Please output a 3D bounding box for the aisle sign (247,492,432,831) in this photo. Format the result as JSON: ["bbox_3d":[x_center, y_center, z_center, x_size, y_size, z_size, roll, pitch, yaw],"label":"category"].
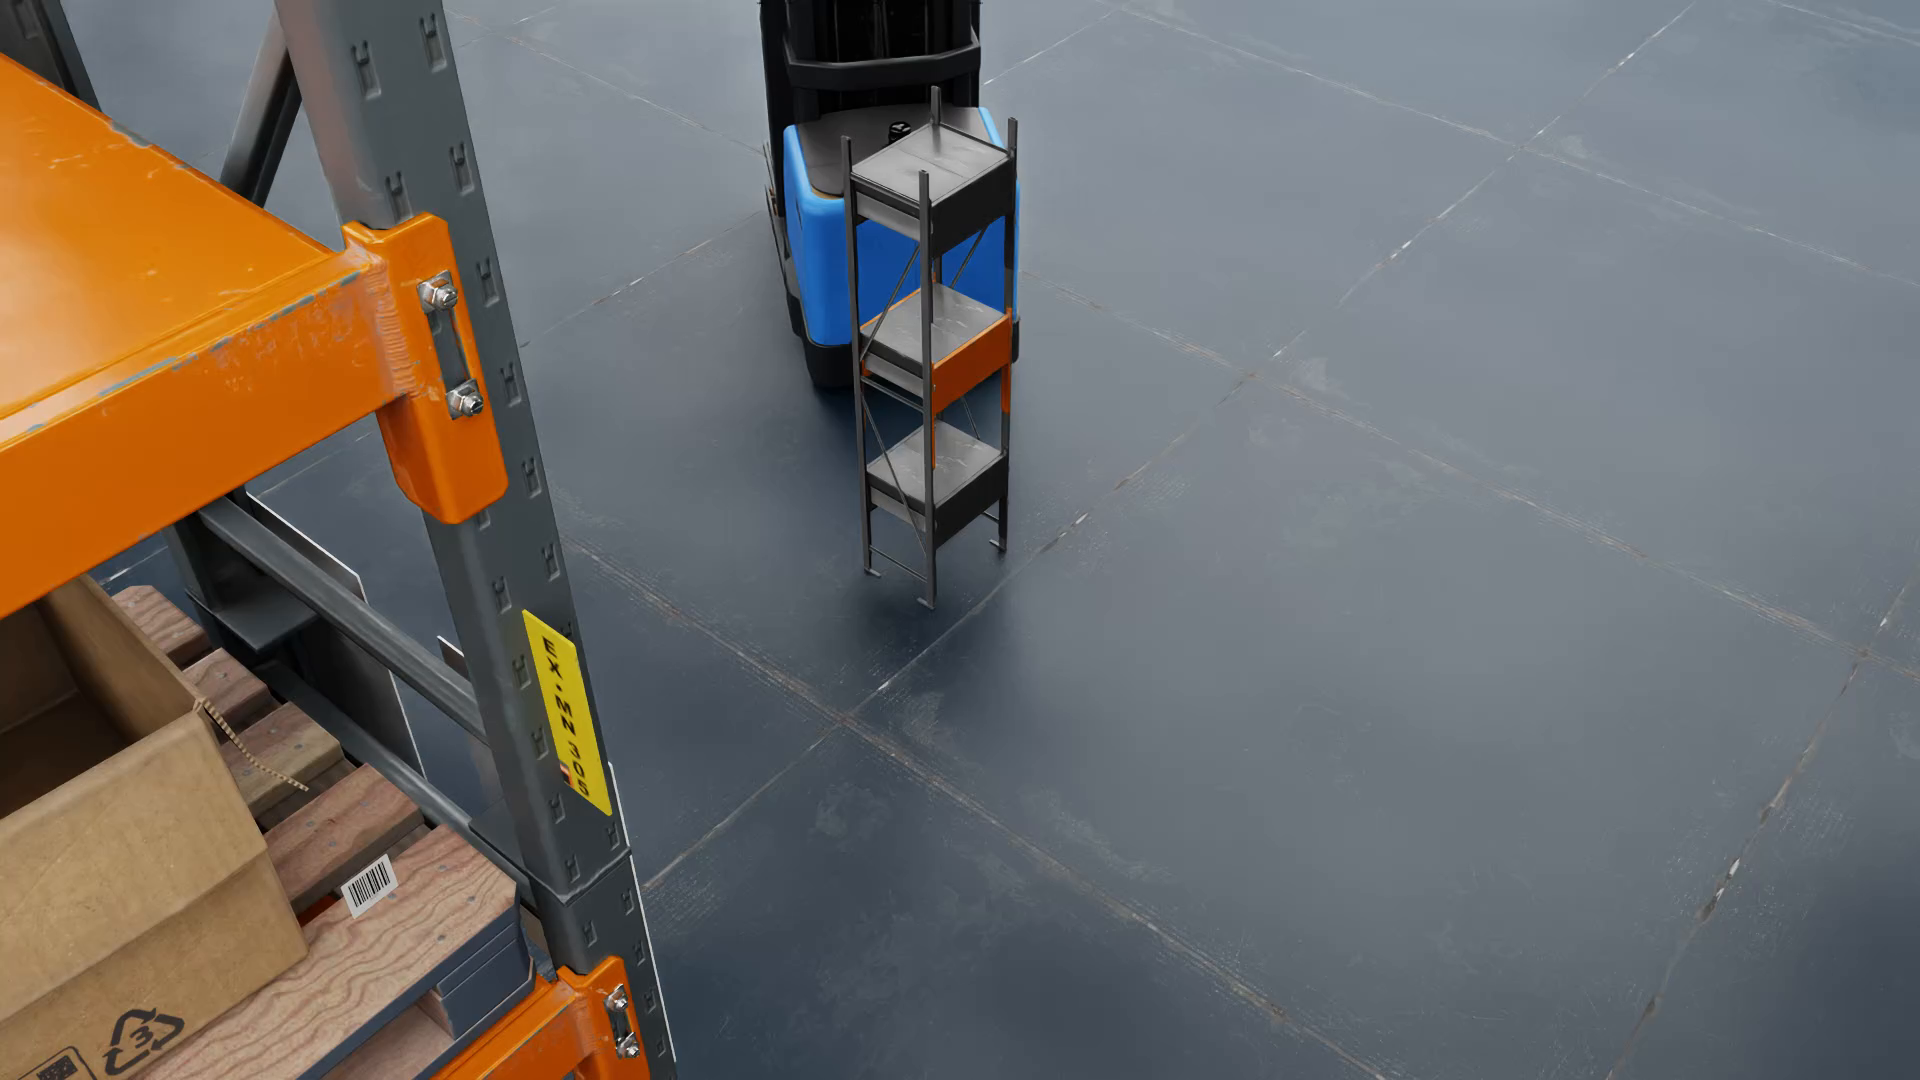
[{"bbox_3d":[-1.101,0.263,2.981,0.394,0.787,0.004,29,50,28],"label":"aisle sign"}]

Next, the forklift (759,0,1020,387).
[{"bbox_3d":[-0.490,-2.834,8.371,1.130,2.935,3.031,-7,43,-8],"label":"forklift"}]

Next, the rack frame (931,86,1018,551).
[{"bbox_3d":[0.050,-0.817,6.770,0.400,2.100,0.015,29,50,28],"label":"rack frame"}]

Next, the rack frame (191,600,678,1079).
[{"bbox_3d":[-0.908,1.391,3.673,1.000,3.000,0.127,29,50,28],"label":"rack frame"}]

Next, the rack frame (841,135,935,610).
[{"bbox_3d":[-0.264,-0.566,6.494,0.400,2.100,0.015,29,50,28],"label":"rack frame"}]

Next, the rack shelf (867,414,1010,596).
[{"bbox_3d":[-0.107,-0.164,7.112,0.431,0.518,0.480,29,50,28],"label":"rack shelf"}]

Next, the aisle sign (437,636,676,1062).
[{"bbox_3d":[-0.641,0.523,2.695,0.394,0.787,0.004,29,50,28],"label":"aisle sign"}]

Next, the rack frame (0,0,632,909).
[{"bbox_3d":[-0.908,-0.828,1.654,1.000,3.000,0.127,29,50,28],"label":"rack frame"}]

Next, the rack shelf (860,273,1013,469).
[{"bbox_3d":[-0.107,-0.682,6.641,0.431,0.518,0.480,29,50,28],"label":"rack shelf"}]

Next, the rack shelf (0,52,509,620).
[{"bbox_3d":[-2.196,0.616,0.898,1.077,0.370,4.000,29,50,28],"label":"rack shelf"}]

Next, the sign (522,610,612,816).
[{"bbox_3d":[-0.502,0.225,2.126,0.100,0.325,0.005,29,50,28],"label":"sign"}]

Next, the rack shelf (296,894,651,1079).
[{"bbox_3d":[-2.196,1.577,1.773,1.077,0.370,4.000,29,50,28],"label":"rack shelf"}]

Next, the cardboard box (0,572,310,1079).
[{"bbox_3d":[-1.281,0.330,2.117,0.797,0.503,0.637,33,52,31],"label":"cardboard box"}]

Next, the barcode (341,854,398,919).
[{"bbox_3d":[-0.733,0.431,2.068,0.001,0.075,0.075,29,50,28],"label":"barcode"}]

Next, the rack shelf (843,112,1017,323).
[{"bbox_3d":[-0.107,-1.199,6.170,0.431,0.518,0.480,29,50,28],"label":"rack shelf"}]

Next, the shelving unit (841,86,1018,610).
[{"bbox_3d":[-0.107,-0.692,6.632,0.431,2.100,0.503,29,50,28],"label":"shelving unit"}]

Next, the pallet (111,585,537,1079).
[{"bbox_3d":[-1.383,0.667,2.305,1.003,0.211,1.213,29,50,28],"label":"pallet"}]
